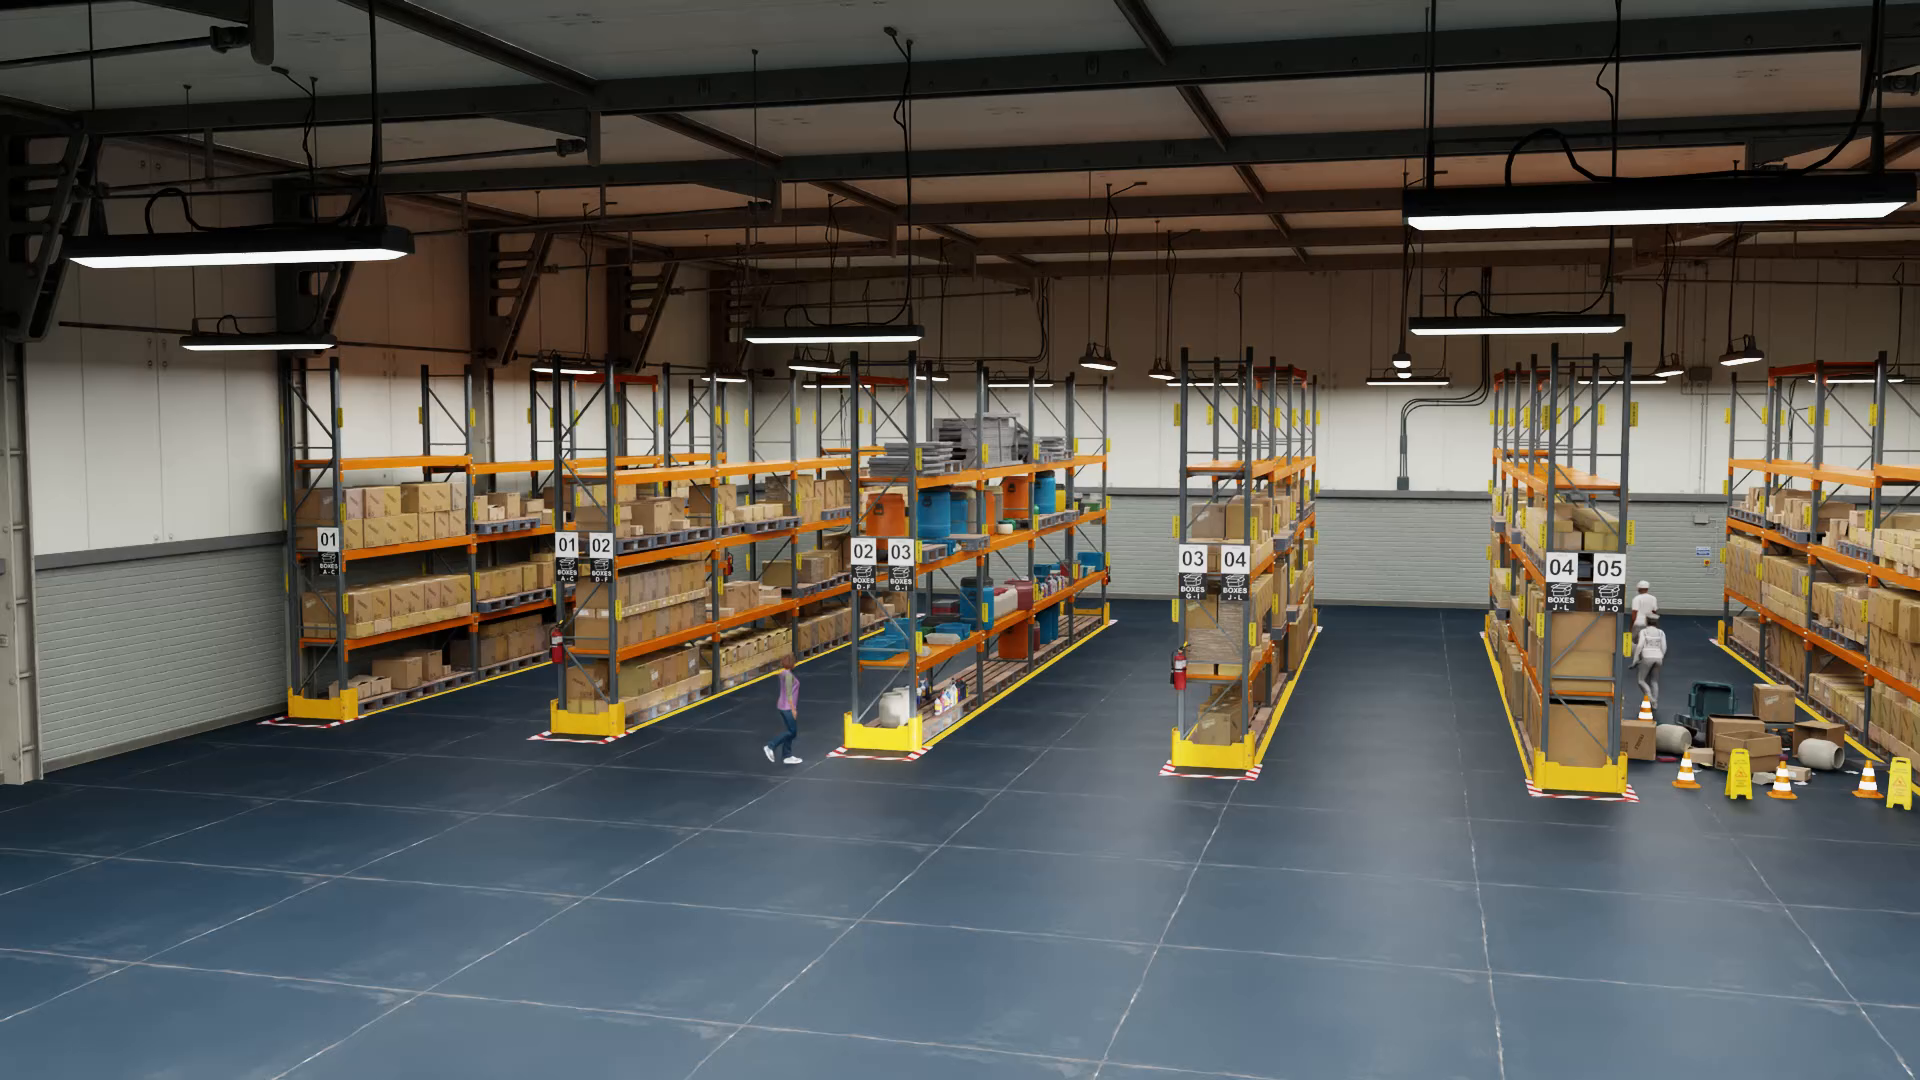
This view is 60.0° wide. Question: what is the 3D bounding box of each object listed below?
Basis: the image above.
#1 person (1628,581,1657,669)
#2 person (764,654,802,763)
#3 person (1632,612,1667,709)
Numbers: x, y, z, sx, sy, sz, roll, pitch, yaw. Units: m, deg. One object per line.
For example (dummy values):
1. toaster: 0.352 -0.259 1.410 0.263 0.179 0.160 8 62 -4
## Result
1. person: 13.569 1.696 33.094 0.612 1.774 0.392 -1 4 -14
2. person: -2.549 2.434 23.921 0.545 1.594 0.419 0 4 -5
3. person: 11.903 2.091 28.588 0.553 1.644 0.589 0 4 -5
